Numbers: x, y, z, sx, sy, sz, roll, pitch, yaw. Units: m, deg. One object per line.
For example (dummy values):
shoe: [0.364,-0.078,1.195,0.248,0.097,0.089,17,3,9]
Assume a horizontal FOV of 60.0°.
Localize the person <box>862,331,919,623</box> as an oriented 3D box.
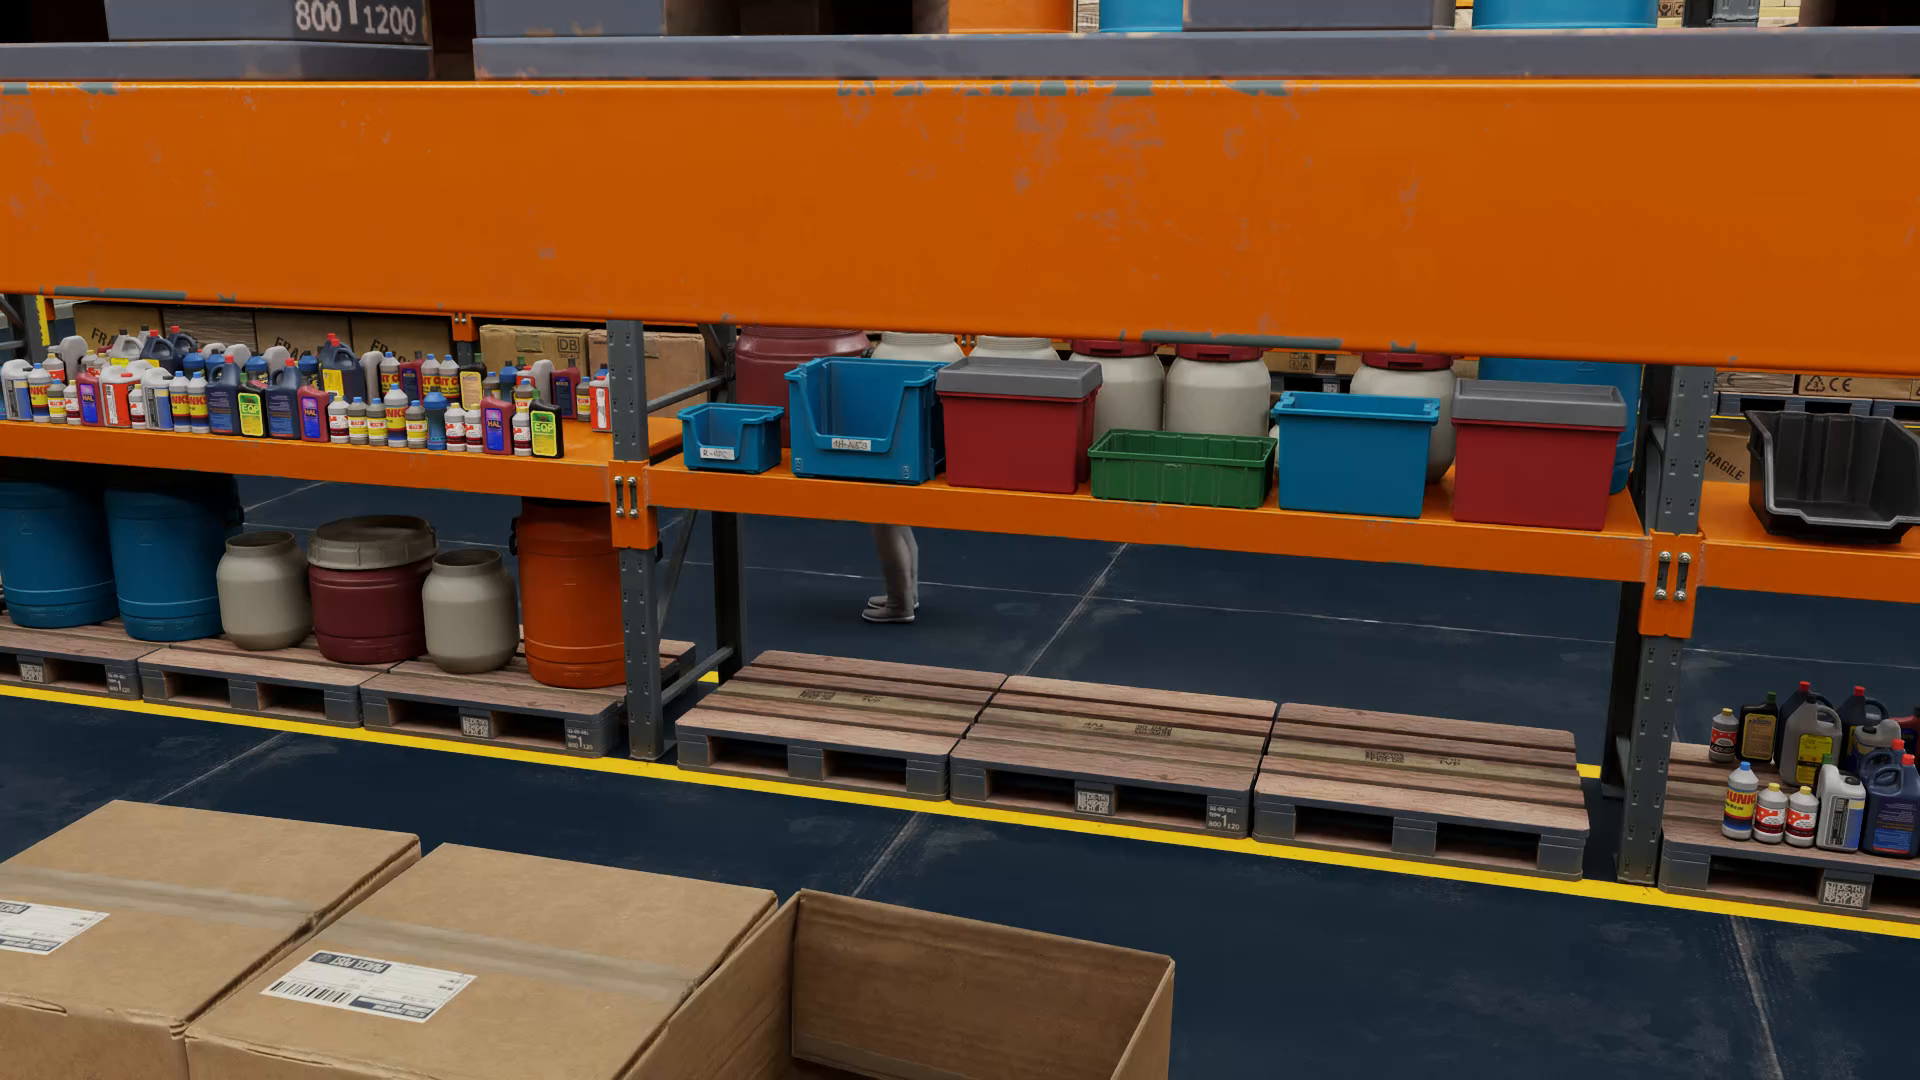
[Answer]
person: [-0.405,-0.403,8.978,0.516,1.684,0.448,5,16,16]
